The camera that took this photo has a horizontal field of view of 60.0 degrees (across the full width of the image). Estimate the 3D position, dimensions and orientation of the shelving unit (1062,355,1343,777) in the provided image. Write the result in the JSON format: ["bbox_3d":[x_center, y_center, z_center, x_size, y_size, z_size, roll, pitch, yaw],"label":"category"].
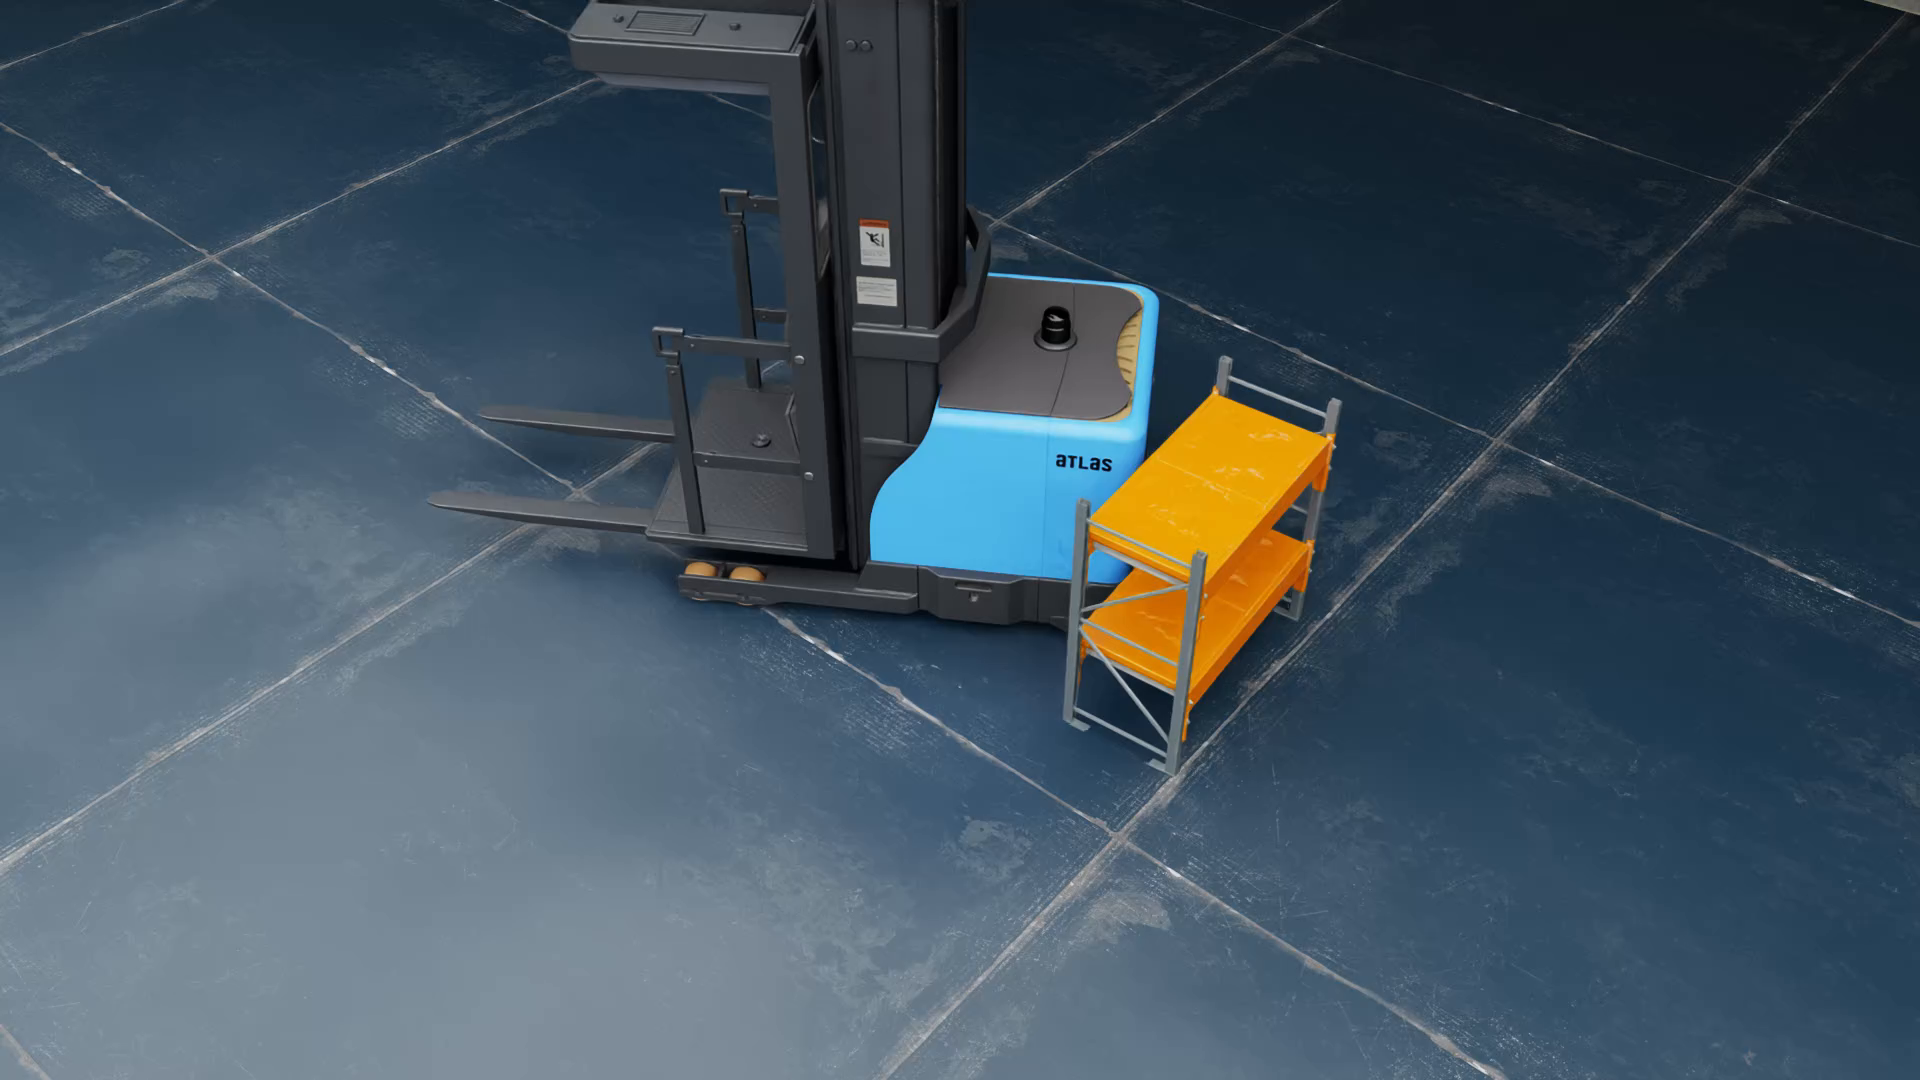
[{"bbox_3d":[0.907,0.094,6.310,0.538,1.125,1.048,26,48,25],"label":"shelving unit"}]

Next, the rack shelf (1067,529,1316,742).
[{"bbox_3d":[0.907,0.275,6.475,0.538,0.278,1.000,26,48,25],"label":"rack shelf"}]

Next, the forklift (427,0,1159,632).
[{"bbox_3d":[-0.733,-1.156,6.343,3.031,2.935,1.130,6,43,6],"label":"forklift"}]

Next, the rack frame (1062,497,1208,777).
[{"bbox_3d":[0.612,0.373,6.004,0.500,1.125,0.032,26,48,25],"label":"rack frame"}]

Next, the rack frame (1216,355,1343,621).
[{"bbox_3d":[1.201,-0.185,6.617,0.500,1.125,0.032,26,48,25],"label":"rack frame"}]

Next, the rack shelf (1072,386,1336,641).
[{"bbox_3d":[0.907,-0.122,6.113,0.538,0.278,1.000,26,48,25],"label":"rack shelf"}]
